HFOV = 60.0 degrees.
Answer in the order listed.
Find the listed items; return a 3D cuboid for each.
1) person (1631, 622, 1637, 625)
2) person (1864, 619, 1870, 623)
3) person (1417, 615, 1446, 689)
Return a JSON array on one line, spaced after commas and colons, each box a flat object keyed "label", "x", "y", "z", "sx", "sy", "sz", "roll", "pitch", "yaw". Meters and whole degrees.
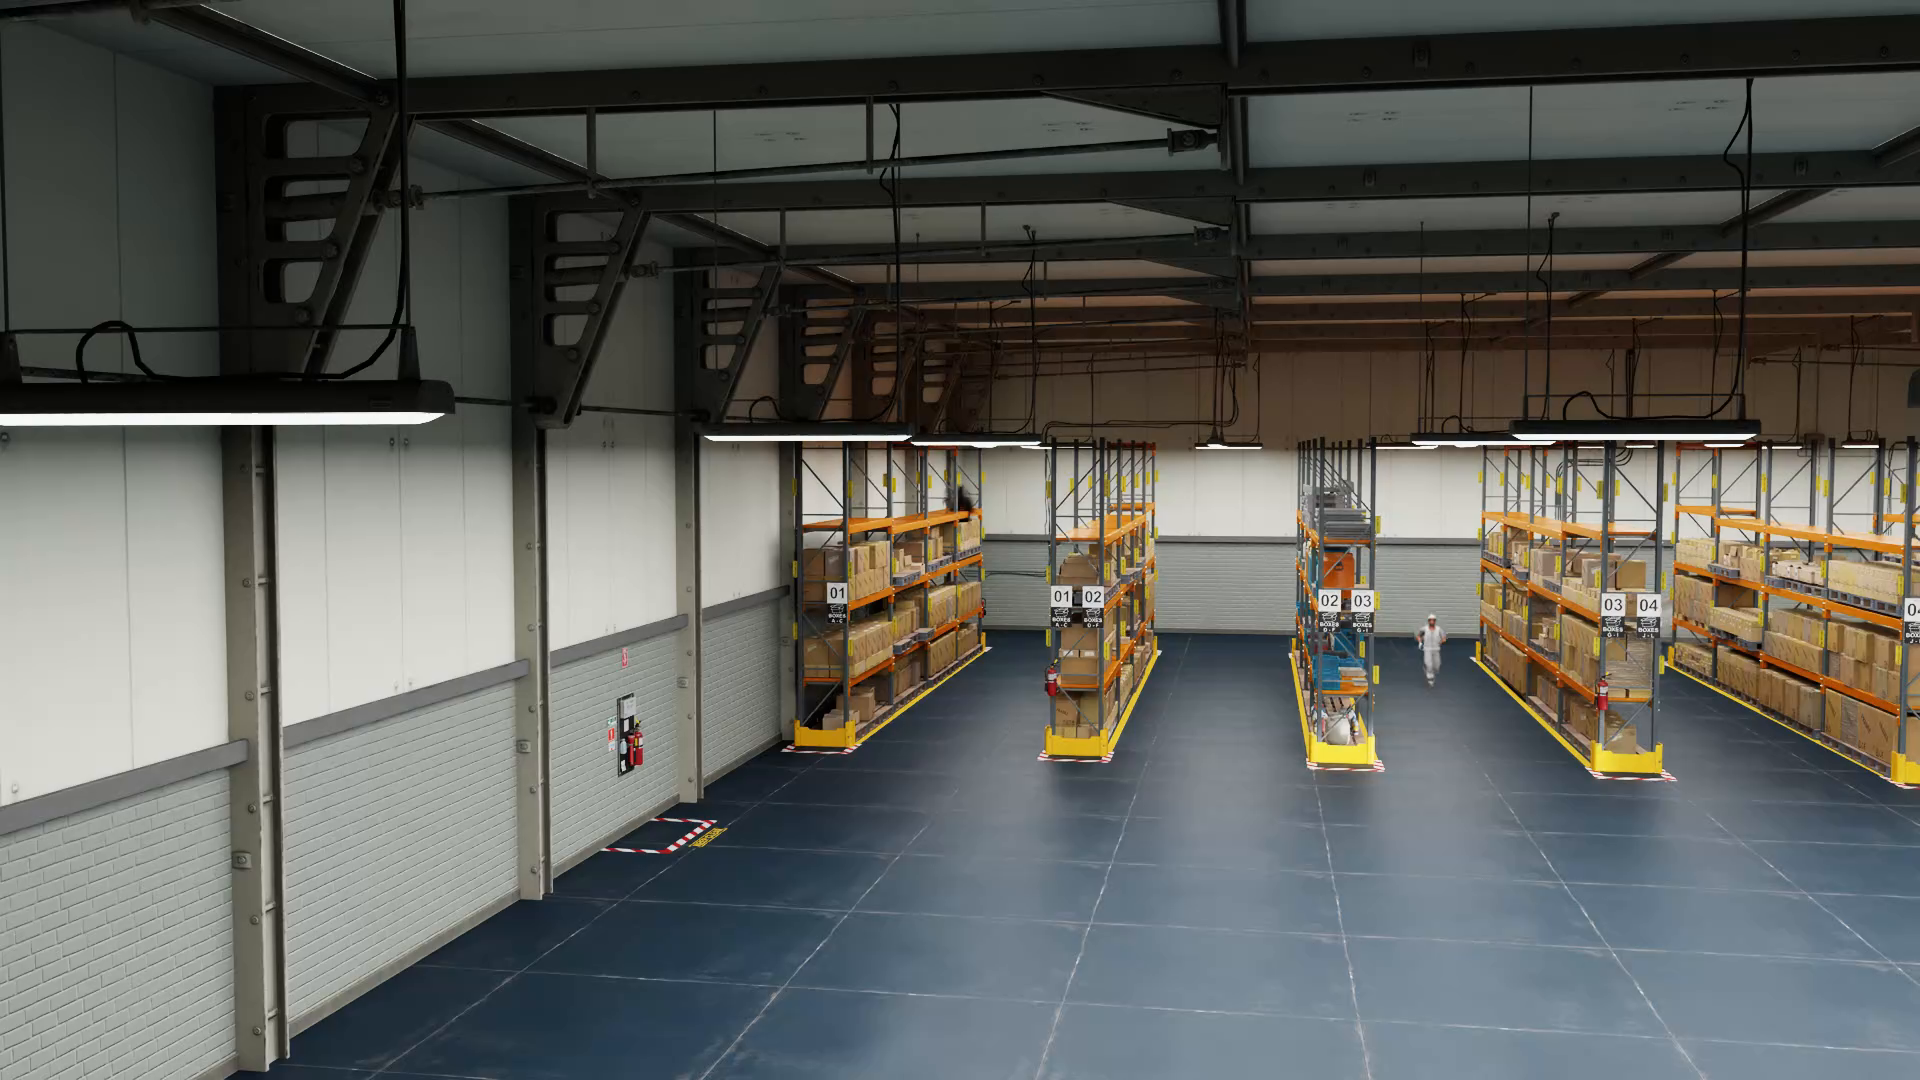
[{"label": "person", "x": 18.044, "y": 2.531, "z": 44.795, "sx": 0.645, "sy": 1.651, "sz": 0.607, "roll": 3, "pitch": 4, "yaw": 43}, {"label": "person", "x": 24.782, "y": 2.527, "z": 45.009, "sx": 0.796, "sy": 1.777, "sz": 0.779, "roll": 2, "pitch": 4, "yaw": 35}, {"label": "person", "x": 11.457, "y": 2.701, "z": 40.400, "sx": 0.670, "sy": 1.765, "sz": 0.914, "roll": 0, "pitch": 3, "yaw": 8}]
